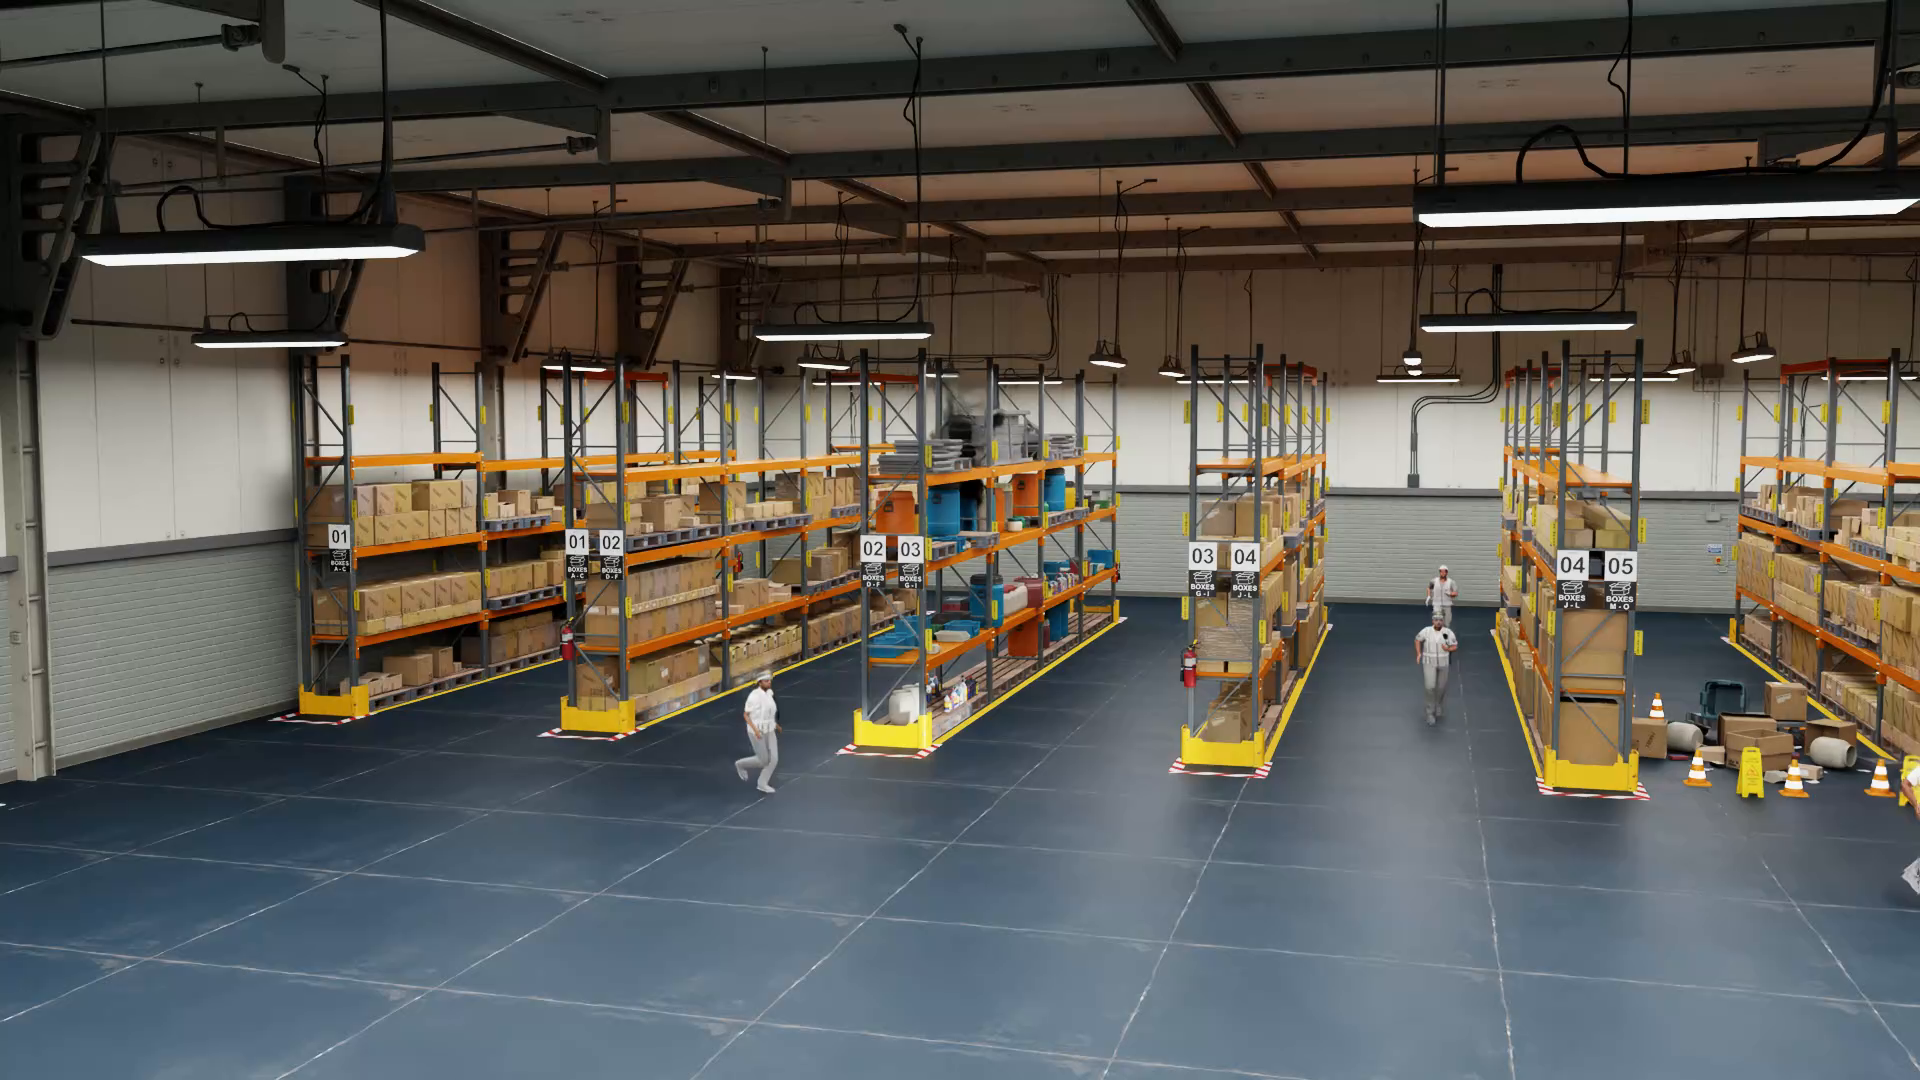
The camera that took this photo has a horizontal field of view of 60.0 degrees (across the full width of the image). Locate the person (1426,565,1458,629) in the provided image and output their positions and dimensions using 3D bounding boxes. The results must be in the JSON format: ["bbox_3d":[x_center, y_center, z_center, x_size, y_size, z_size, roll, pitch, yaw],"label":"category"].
[{"bbox_3d":[10.250,1.451,35.378,0.651,1.847,0.799,1,4,15],"label":"person"}]

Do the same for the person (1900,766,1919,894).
[{"bbox_3d":[9.957,2.830,16.780,0.705,1.760,0.966,-2,5,-26],"label":"person"}]

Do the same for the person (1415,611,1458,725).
[{"bbox_3d":[7.814,2.071,27.275,0.640,1.834,0.837,1,4,7],"label":"person"}]

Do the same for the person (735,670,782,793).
[{"bbox_3d":[-2.688,2.529,22.157,0.592,1.649,0.558,3,5,37],"label":"person"}]
